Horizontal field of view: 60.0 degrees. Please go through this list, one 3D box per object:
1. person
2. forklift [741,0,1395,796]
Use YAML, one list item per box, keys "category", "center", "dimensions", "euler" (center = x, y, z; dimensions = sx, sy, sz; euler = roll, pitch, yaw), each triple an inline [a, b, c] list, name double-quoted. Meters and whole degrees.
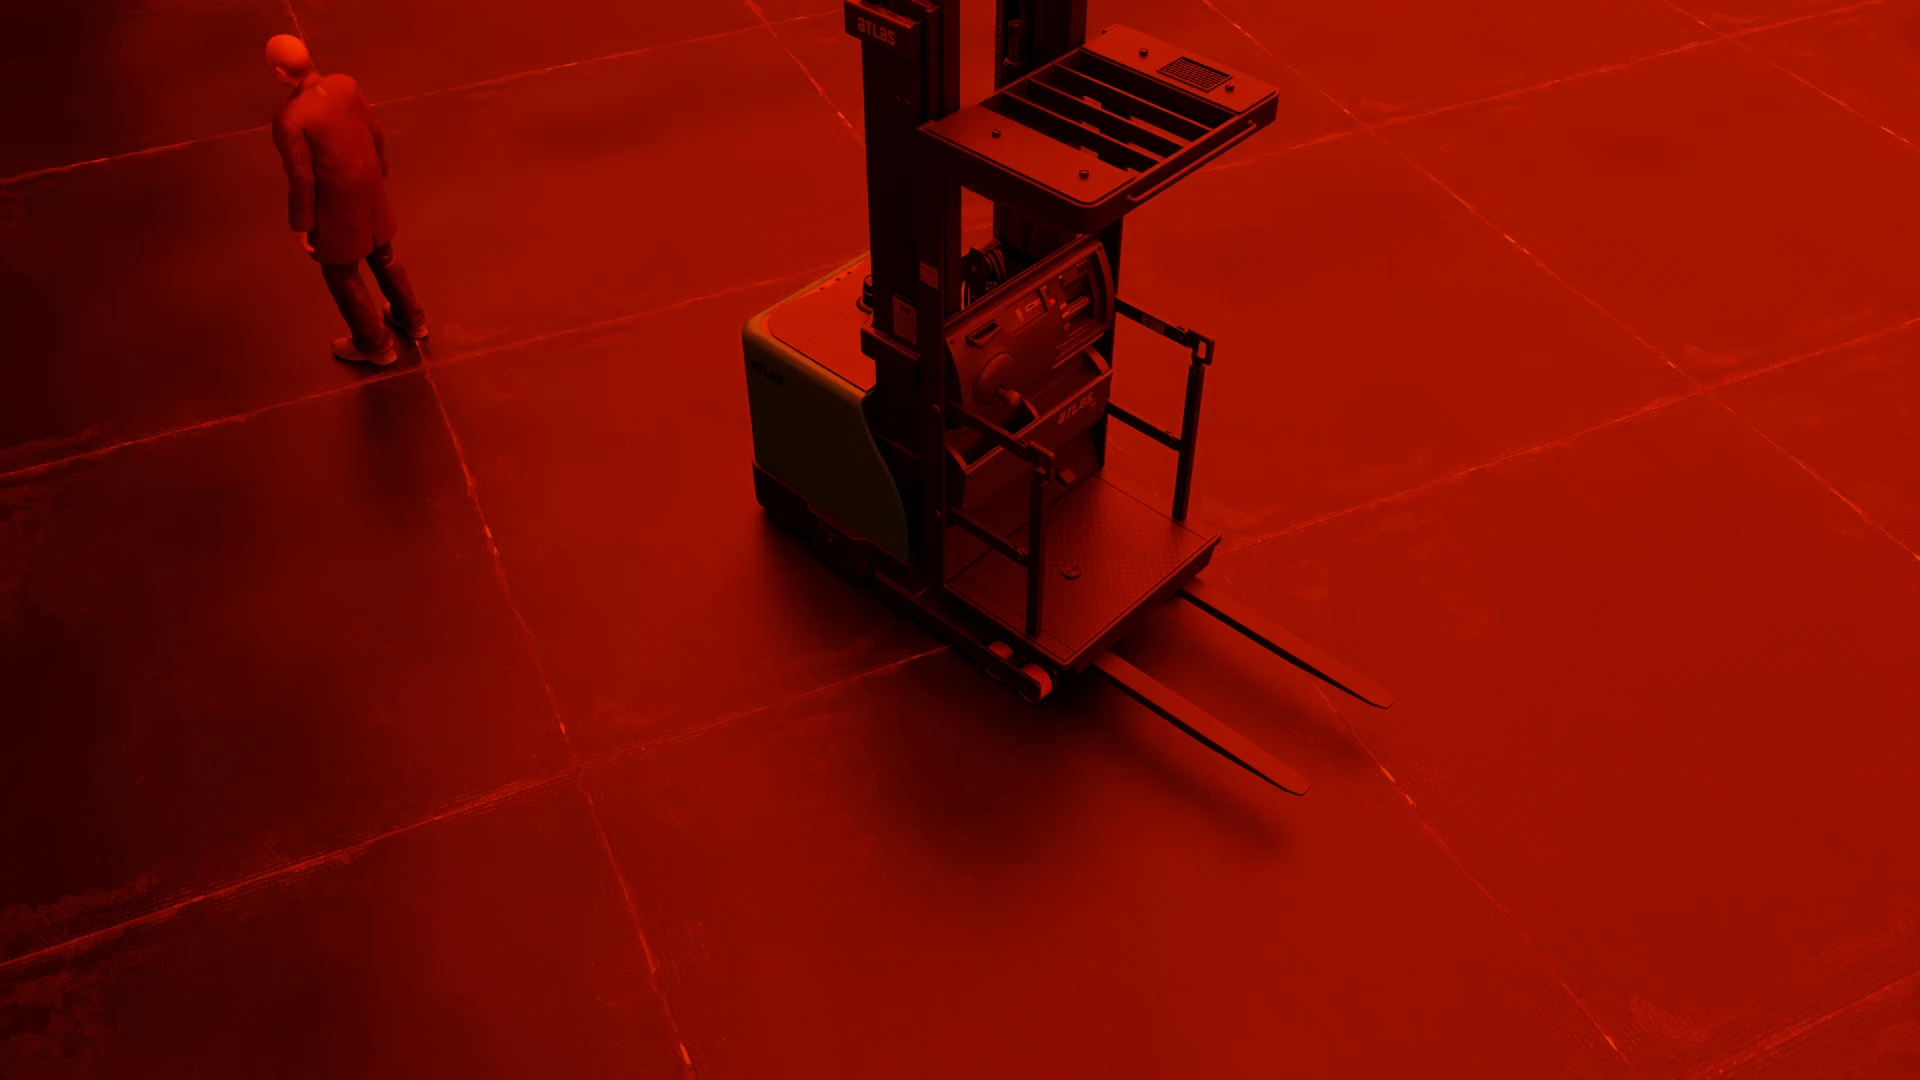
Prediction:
- category: "person"
  center: [-3.116, -1.701, 8.351]
  dimensions: [0.379, 1.774, 0.608]
  euler: [19, 46, 19]
- category: "forklift"
  center: [0.445, -0.765, 6.547]
  dimensions: [3.031, 2.867, 1.129]
  euler: [32, 52, 30]
